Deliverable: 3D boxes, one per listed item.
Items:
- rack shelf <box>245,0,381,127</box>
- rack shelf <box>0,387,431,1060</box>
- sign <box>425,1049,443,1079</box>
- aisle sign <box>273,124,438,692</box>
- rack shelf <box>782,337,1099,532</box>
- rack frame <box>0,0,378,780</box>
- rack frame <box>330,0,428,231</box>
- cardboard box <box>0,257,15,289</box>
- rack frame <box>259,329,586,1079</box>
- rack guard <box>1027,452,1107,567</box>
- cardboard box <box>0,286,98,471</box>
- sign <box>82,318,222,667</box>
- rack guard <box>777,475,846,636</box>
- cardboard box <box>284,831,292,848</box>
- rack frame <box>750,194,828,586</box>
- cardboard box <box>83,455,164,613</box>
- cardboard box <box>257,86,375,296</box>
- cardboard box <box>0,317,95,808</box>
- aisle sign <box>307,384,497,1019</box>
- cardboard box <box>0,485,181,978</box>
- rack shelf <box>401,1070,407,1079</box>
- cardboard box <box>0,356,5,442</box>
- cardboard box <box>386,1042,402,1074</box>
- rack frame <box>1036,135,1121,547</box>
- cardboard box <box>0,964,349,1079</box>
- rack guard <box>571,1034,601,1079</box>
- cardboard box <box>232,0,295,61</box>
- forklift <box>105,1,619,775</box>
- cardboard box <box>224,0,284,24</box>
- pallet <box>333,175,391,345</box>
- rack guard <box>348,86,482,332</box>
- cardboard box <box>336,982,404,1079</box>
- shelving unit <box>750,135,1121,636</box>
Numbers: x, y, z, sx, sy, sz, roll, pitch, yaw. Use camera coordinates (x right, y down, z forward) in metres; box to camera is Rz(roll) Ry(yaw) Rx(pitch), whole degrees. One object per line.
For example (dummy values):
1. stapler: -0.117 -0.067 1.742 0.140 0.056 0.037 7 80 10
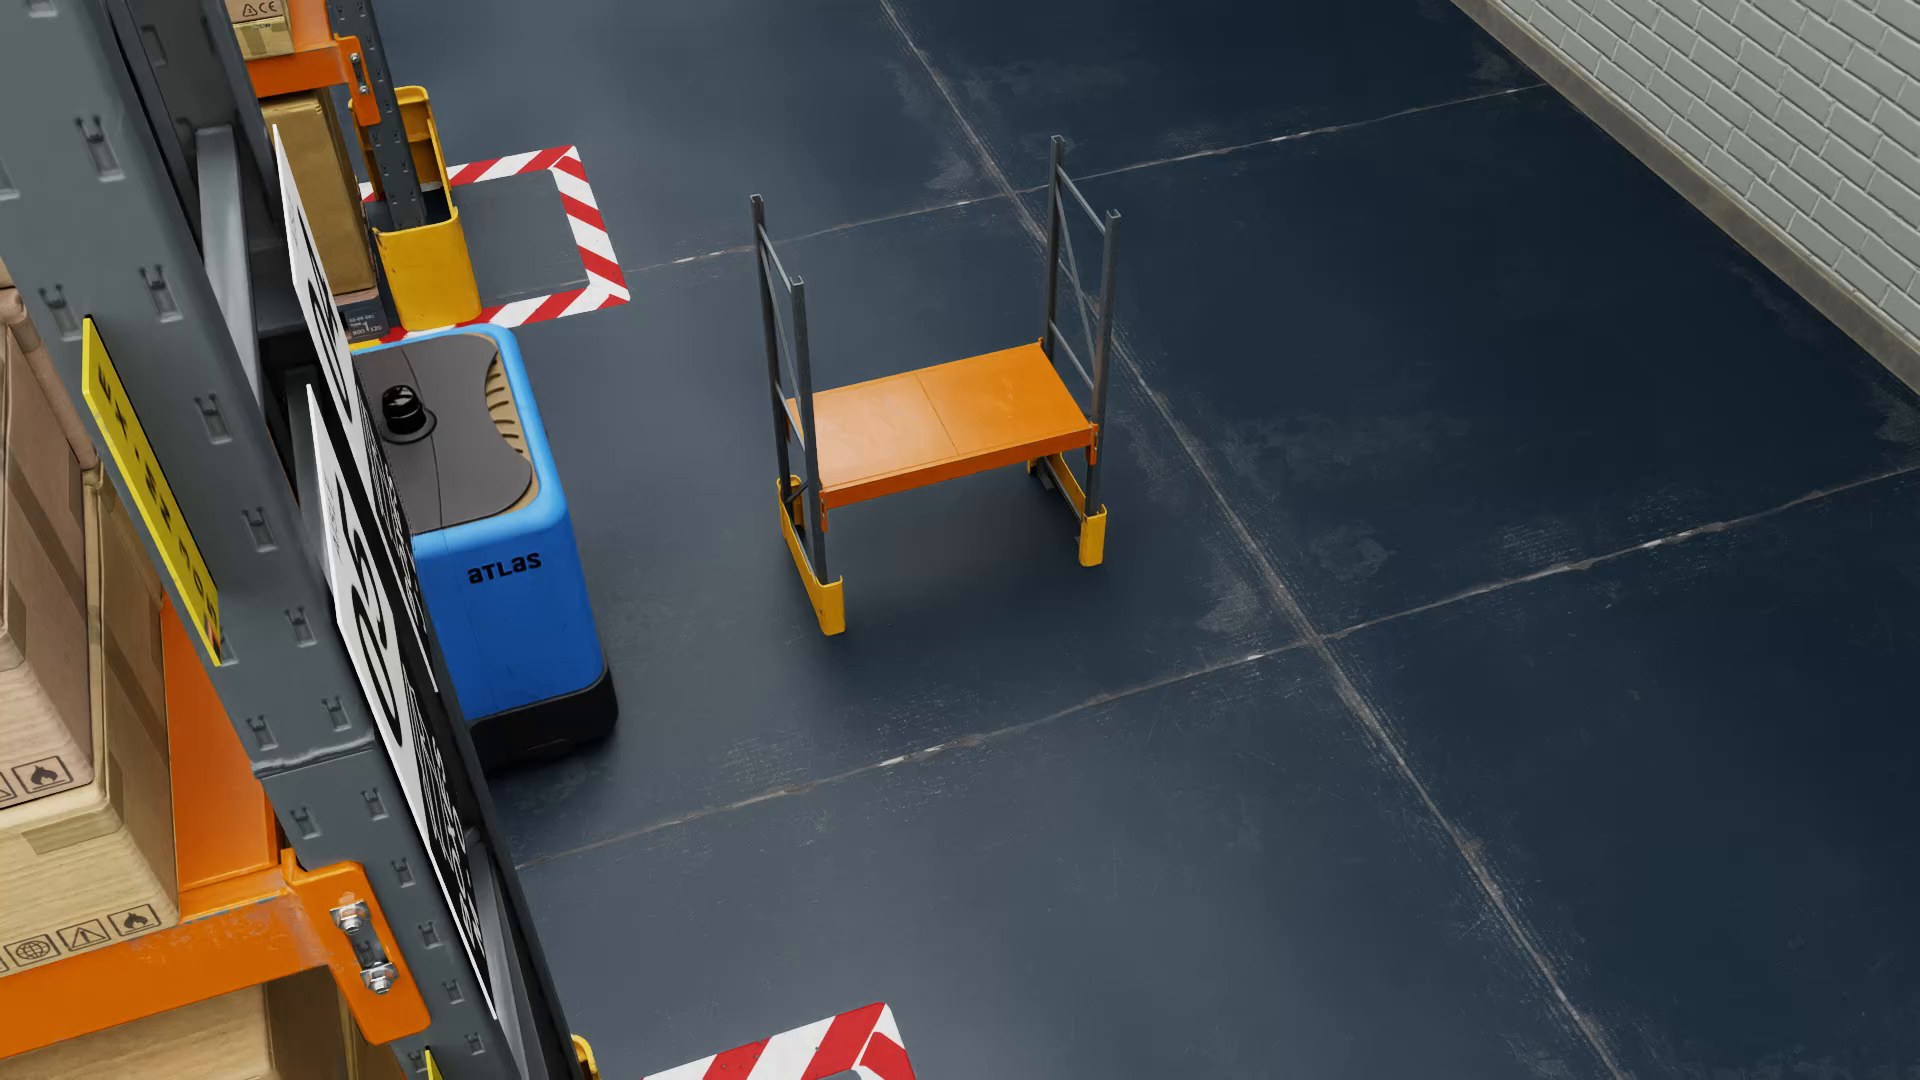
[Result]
1. rack shelf: -4.326 -1.629 6.264 4.000 0.370 1.077 -14 47 -14
2. rack shelf: -2.737 0.641 1.884 4.000 0.370 1.077 -14 47 -14
3. sign: -0.687 0.819 2.275 0.005 0.325 0.100 -14 47 -14
4. aisle sign: -0.889 -0.170 2.466 0.004 0.787 0.394 -14 47 -14
5. rack shelf: -0.080 -0.382 5.826 1.000 0.185 0.538 -14 47 -14
6. rack frame: -0.856 -1.153 1.046 0.127 3.000 1.000 -14 47 -14
7. rack frame: -2.445 -2.364 6.488 0.127 3.000 1.000 -14 47 -14
8. cardboard box: -1.238 -0.432 1.917 0.250 0.149 0.380 -15 47 -14
9. rack frame: -0.856 0.965 3.171 0.127 3.000 1.000 -14 47 -14
10. rack guard: 0.397 -0.190 6.263 0.087 0.250 0.587 -14 47 -14
11. cardboard box: -1.367 -0.283 2.049 0.500 0.250 0.500 -14 47 -13
12. sign: -0.687 -0.032 1.421 0.005 0.325 0.100 -14 47 -14
13. rack guard: -0.540 0.050 6.024 0.087 0.250 0.587 -14 47 -14
14. cardboard box: -1.369 0.403 2.744 0.500 0.500 0.500 -15 47 -14
15. rack frame: -0.558 -0.387 5.576 0.032 1.500 0.500 -14 47 -14
16. cardboard box: -1.365 -0.103 2.223 0.500 0.250 0.500 -13 46 -12
17. cardboard box: -3.020 -1.555 6.885 0.875 0.875 0.875 -14 47 -14
18. cardboard box: -1.203 0.063 1.705 0.500 0.250 0.500 -16 47 -15
19. aisle sign: -0.686 0.229 2.068 0.004 0.787 0.394 -14 47 -14
20. cardboard box: -1.194 0.245 1.877 0.500 0.250 0.500 -15 47 -15
21. rack shelf: -2.737 1.700 2.946 4.000 0.370 1.077 -14 47 -14
22. cardboard box: -1.069 -0.083 1.568 0.250 0.149 0.380 -15 47 -14
23. cardboard box: -1.372 0.748 3.106 0.500 0.500 0.500 -12 46 -12
24. rack frame: 0.398 -0.631 5.820 0.032 1.500 0.500 -14 47 -14
25. cardboard box: -1.202 0.747 2.401 0.500 0.500 0.500 -15 47 -15
26. rack guard: -0.928 1.865 4.038 0.348 0.500 1.175 -14 47 -14
27. cardboard box: -2.668 -1.970 6.273 0.250 0.149 0.380 -14 47 -13
28. forklift: -2.714 -0.317 4.497 3.031 2.935 1.130 -15 47 -15
29. cardboard box: -2.811 -2.123 6.144 0.500 0.250 0.500 -15 47 -14
30. pallet: -3.171 -1.135 7.232 1.213 0.211 1.003 -14 47 -14
31. rack guard: -2.423 -1.487 7.379 0.348 0.500 1.175 -14 47 -14
32. cardboard box: -1.191 1.104 2.751 0.500 0.500 0.500 -13 47 -13
33. shelving unit: -0.072 -0.511 5.701 1.083 1.500 0.587 -14 47 -14
